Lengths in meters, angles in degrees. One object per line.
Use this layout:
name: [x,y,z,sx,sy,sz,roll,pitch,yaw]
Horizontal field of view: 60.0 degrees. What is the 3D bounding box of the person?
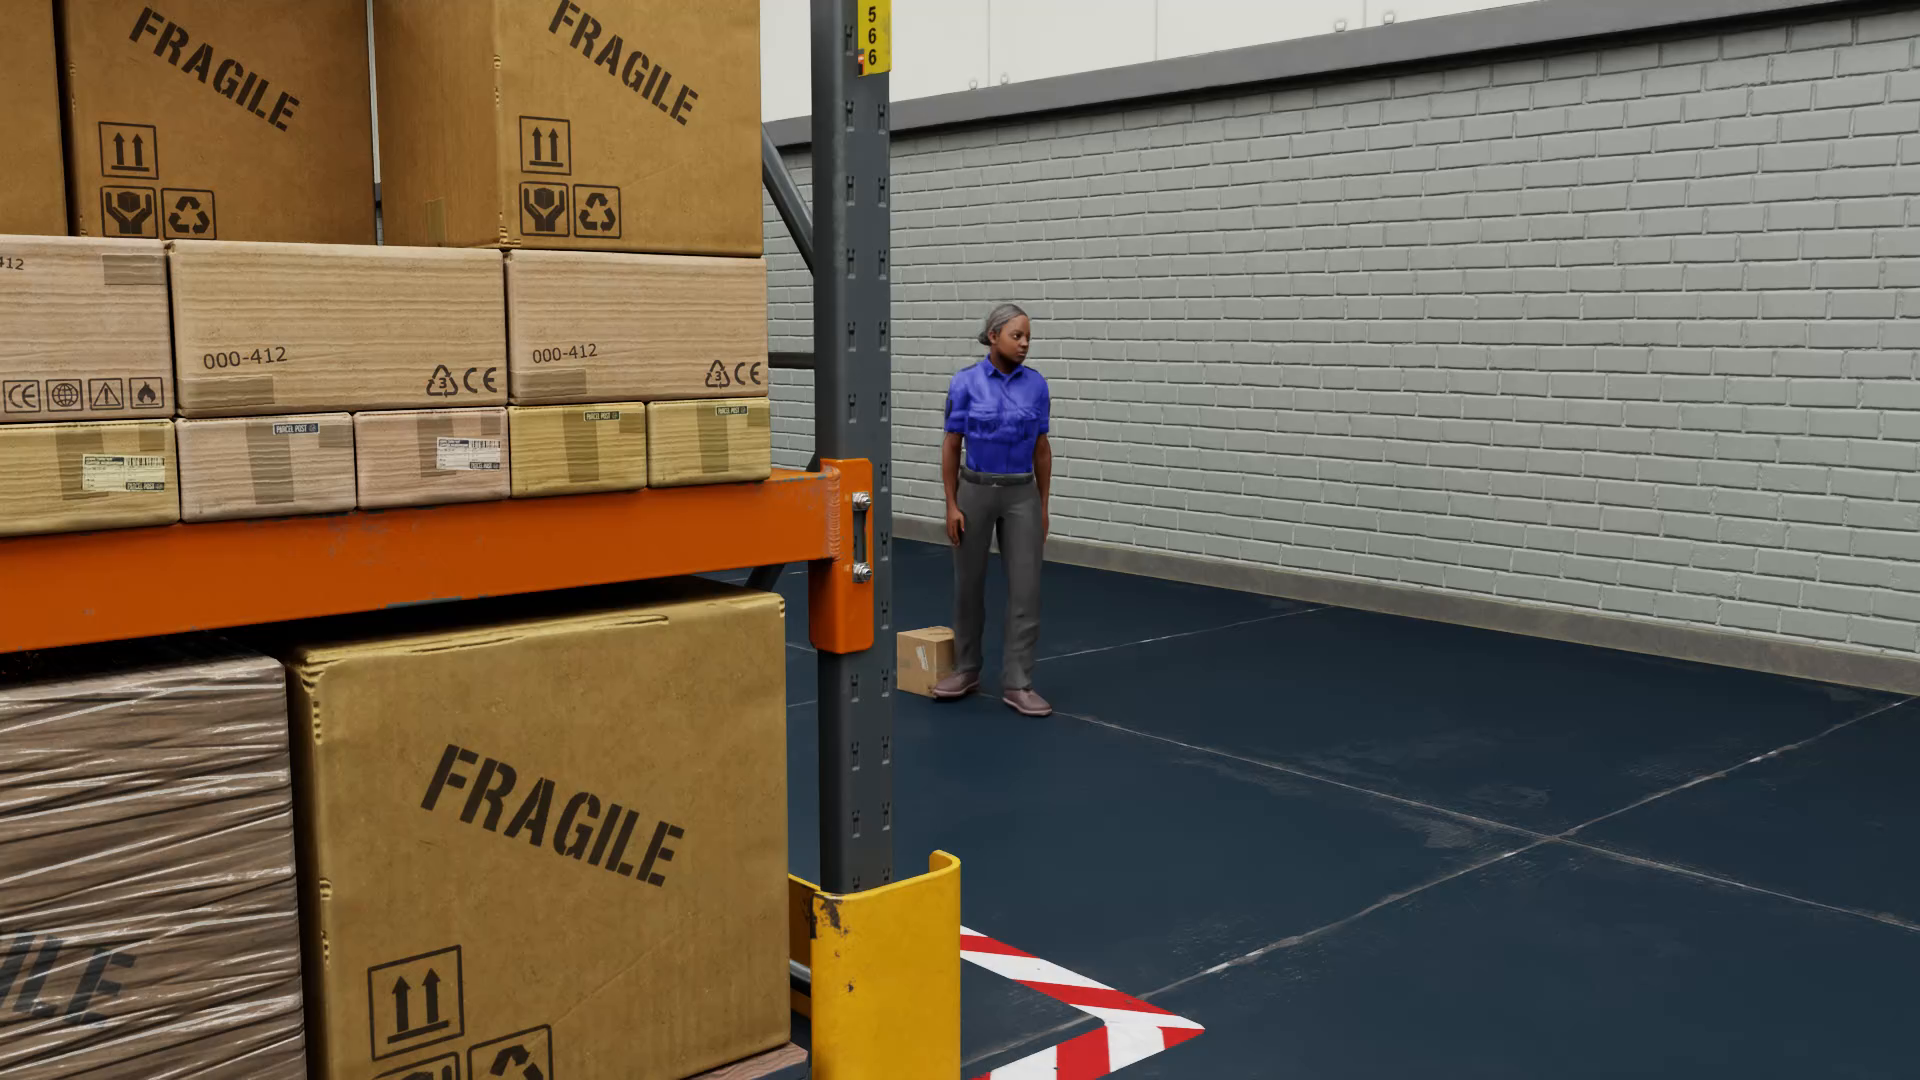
person: [0.141,-0.136,6.824,0.487,1.655,0.548,-1,8,-9]
